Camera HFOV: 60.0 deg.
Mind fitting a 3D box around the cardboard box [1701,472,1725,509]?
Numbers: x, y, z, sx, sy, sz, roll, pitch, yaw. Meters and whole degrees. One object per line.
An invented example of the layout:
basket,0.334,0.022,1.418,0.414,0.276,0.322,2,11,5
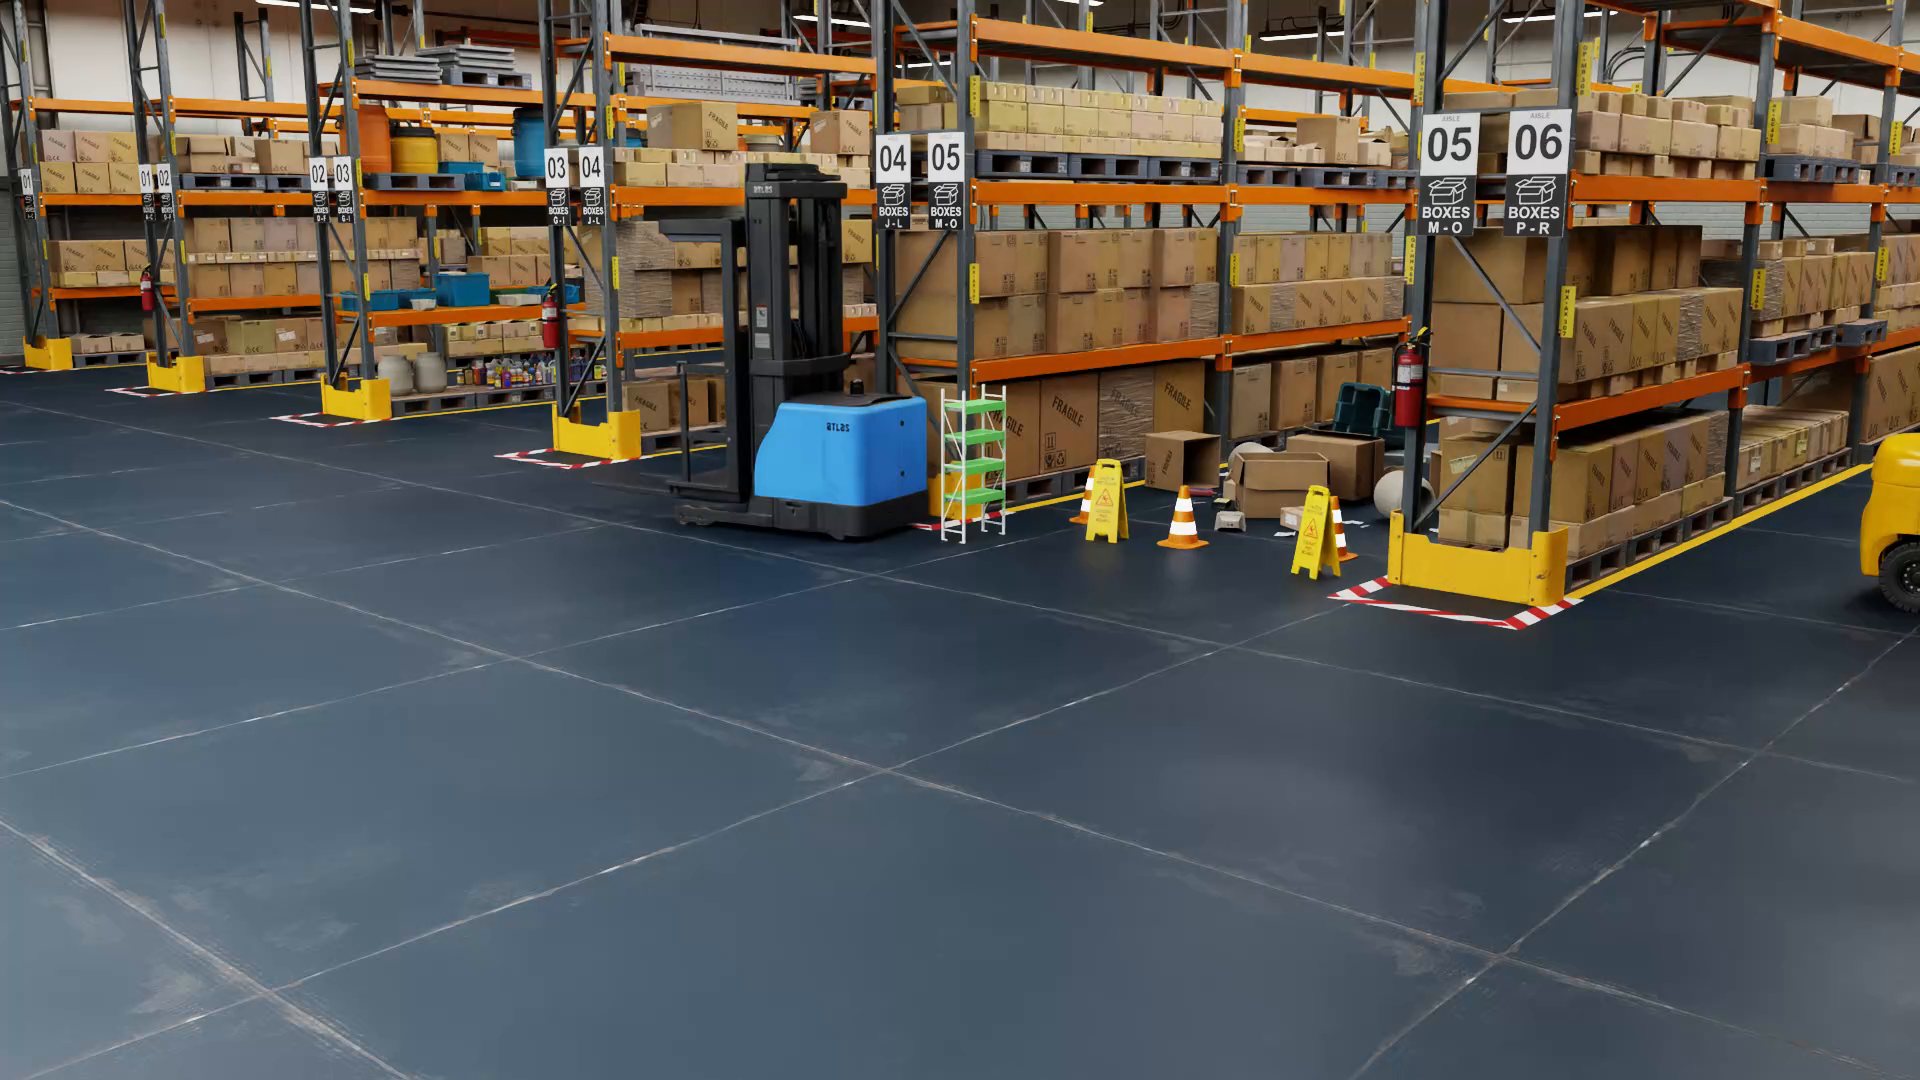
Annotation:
cardboard box,5.943,-0.437,13.690,0.500,0.250,0.500,11,16,43

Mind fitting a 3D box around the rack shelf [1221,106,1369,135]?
rack shelf,5.289,-6.847,27.374,1.077,0.370,4.000,10,15,40

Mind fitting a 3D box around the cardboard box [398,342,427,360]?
cardboard box,-8.893,-3.025,26.647,0.500,0.250,0.500,10,15,40

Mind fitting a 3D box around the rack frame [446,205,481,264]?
rack frame,-9.834,-5.492,33.052,1.000,3.000,0.127,10,15,40

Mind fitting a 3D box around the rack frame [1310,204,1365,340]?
rack frame,6.609,-4.748,29.326,1.000,3.000,0.127,10,15,40

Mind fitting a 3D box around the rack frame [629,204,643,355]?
rack frame,-6.111,-4.852,29.848,1.000,3.000,0.127,10,15,40

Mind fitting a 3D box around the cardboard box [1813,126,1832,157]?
cardboard box,7.153,-3.414,14.296,0.500,0.250,0.500,10,15,40

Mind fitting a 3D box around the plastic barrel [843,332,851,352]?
plastic barrel,-2.082,-3.427,27.182,0.600,0.830,0.708,10,15,40

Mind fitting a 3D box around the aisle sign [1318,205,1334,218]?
aisle sign,6.431,-6.072,29.318,0.394,0.787,0.004,10,15,40

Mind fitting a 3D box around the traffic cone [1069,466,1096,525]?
traffic cone,1.123,-0.389,13.975,0.336,0.463,0.334,10,15,40

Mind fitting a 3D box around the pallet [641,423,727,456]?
pallet,-3.340,-1.153,18.444,1.003,0.211,1.213,10,15,40

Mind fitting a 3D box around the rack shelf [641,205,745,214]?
rack shelf,-5.874,-7.493,37.248,1.077,0.370,4.000,10,15,40

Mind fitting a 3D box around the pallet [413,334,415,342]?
pallet,-11.157,-3.832,31.856,1.003,0.211,1.213,10,15,40

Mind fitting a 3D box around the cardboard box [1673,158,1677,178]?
cardboard box,5.060,-2.748,12.295,0.380,0.149,0.250,10,15,40

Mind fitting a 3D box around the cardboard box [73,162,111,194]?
cardboard box,-14.325,-5.936,27.310,0.500,0.500,0.500,-11,16,-44

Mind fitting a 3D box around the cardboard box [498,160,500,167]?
cardboard box,-9.563,-7.306,33.093,0.700,0.500,0.500,8,14,36

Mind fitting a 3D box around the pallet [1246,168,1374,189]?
pallet,3.866,-4.027,18.538,1.003,0.211,1.213,11,16,43

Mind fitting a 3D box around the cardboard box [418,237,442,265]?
cardboard box,-10.486,-5.601,32.217,0.700,0.500,0.500,8,14,35

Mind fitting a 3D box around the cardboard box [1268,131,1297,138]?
cardboard box,5.268,-6.595,27.416,0.500,0.250,0.500,9,15,39

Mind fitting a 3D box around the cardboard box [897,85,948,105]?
cardboard box,-0.326,-3.825,14.324,0.380,0.149,0.250,10,15,41

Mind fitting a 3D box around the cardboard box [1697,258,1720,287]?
cardboard box,6.264,-2.200,14.480,0.500,0.500,0.500,9,15,39

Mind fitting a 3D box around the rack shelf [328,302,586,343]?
rack shelf,-6.353,-2.976,22.289,1.077,0.370,4.000,10,15,40

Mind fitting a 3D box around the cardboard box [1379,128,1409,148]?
cardboard box,5.386,-4.981,20.622,0.396,0.266,0.258,10,15,40

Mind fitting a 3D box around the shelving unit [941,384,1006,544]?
shelving unit,0.109,-0.613,13.216,0.258,1.200,0.503,10,15,40

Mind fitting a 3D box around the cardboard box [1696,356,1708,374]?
cardboard box,5.758,-1.426,13.332,0.380,0.149,0.250,10,15,41

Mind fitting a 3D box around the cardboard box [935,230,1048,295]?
cardboard box,0.274,-2.484,14.847,0.875,0.550,0.550,10,15,40

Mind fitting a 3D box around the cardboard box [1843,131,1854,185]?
cardboard box,8.139,-3.672,16.022,0.700,0.500,0.500,10,15,40

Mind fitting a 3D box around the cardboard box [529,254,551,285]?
cardboard box,-7.206,-4.653,28.592,0.500,0.500,0.500,9,14,37

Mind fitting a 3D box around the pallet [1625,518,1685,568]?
pallet,4.910,-0.050,12.924,1.003,0.211,1.213,10,15,40

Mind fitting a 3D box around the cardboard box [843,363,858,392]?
cardboard box,-1.607,-1.909,20.421,0.500,0.500,0.500,9,15,39

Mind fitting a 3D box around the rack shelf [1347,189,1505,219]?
rack shelf,6.307,-4.327,21.397,1.077,0.370,4.000,10,15,40

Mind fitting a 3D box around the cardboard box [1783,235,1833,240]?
cardboard box,8.917,-2.939,17.460,0.500,0.500,0.500,9,15,39

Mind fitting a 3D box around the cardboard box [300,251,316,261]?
cardboard box,-9.956,-4.299,25.163,0.380,0.149,0.250,10,15,41

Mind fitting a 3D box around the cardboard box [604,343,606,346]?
cardboard box,-6.275,-3.601,29.531,0.500,0.250,0.500,10,15,42

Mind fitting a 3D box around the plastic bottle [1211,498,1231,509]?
plastic bottle,2.315,-0.326,14.688,0.133,0.061,0.283,4,12,21

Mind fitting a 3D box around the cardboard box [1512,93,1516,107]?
cardboard box,3.692,-2.973,11.383,0.380,0.149,0.250,10,15,41

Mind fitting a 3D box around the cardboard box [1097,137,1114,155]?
cardboard box,1.174,-3.573,15.097,0.380,0.149,0.250,10,15,41

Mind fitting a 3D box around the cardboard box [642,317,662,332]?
cardboard box,-3.406,-2.316,17.792,0.380,0.149,0.250,10,15,40

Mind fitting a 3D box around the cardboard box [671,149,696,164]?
cardboard box,-3.046,-4.107,17.823,0.380,0.149,0.250,11,15,43

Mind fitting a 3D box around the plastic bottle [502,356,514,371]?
plastic bottle,-6.283,-2.384,23.130,0.144,0.351,0.185,10,15,40

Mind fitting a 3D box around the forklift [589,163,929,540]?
forklift,-1.787,-1.625,13.863,3.031,2.935,1.130,7,13,30

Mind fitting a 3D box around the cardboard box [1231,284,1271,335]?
cardboard box,2.896,-2.418,17.404,0.500,0.500,0.500,10,15,41

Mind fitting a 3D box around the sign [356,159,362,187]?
sign,-7.263,-4.438,20.092,0.100,0.325,0.005,10,15,40

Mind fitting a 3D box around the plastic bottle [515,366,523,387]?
plastic bottle,-5.950,-2.204,22.430,0.097,0.271,0.097,0,11,0

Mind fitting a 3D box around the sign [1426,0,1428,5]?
sign,5.406,-6.321,19.096,0.100,0.325,0.005,10,15,40

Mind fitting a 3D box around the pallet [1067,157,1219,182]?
pallet,1.799,-3.635,16.320,1.003,0.211,1.213,10,15,40

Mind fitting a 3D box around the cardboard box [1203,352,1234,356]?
cardboard box,3.561,-3.227,26.062,1.225,0.875,0.875,10,15,41

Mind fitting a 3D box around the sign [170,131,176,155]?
sign,-10.979,-5.541,23.204,0.100,0.325,0.005,10,15,40

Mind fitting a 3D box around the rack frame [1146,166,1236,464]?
rack frame,2.347,-2.326,17.201,1.000,3.000,0.127,10,15,40

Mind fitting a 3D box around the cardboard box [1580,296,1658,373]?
cardboard box,4.687,-1.493,12.015,0.500,0.500,0.500,9,15,39

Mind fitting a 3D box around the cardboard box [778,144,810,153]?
cardboard box,-3.178,-7.528,32.776,0.700,0.500,0.500,10,15,40

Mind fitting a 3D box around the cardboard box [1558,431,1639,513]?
cardboard box,4.589,-0.502,12.100,0.500,0.500,0.500,9,14,38

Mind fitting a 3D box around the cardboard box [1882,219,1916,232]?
cardboard box,11.377,-3.822,20.226,0.380,0.149,0.250,9,15,39

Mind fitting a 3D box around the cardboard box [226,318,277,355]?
cardboard box,-10.542,-3.025,24.730,0.500,0.500,0.500,10,15,40

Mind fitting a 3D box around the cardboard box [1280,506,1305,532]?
cardboard box,2.839,-0.169,13.676,0.250,0.149,0.380,-4,12,-18

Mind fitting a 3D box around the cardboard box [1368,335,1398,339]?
cardboard box,5.567,-2.473,21.330,0.500,0.250,0.500,10,15,41

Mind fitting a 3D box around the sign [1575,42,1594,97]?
sign,3.899,-2.942,10.394,0.100,0.325,0.005,10,15,40
